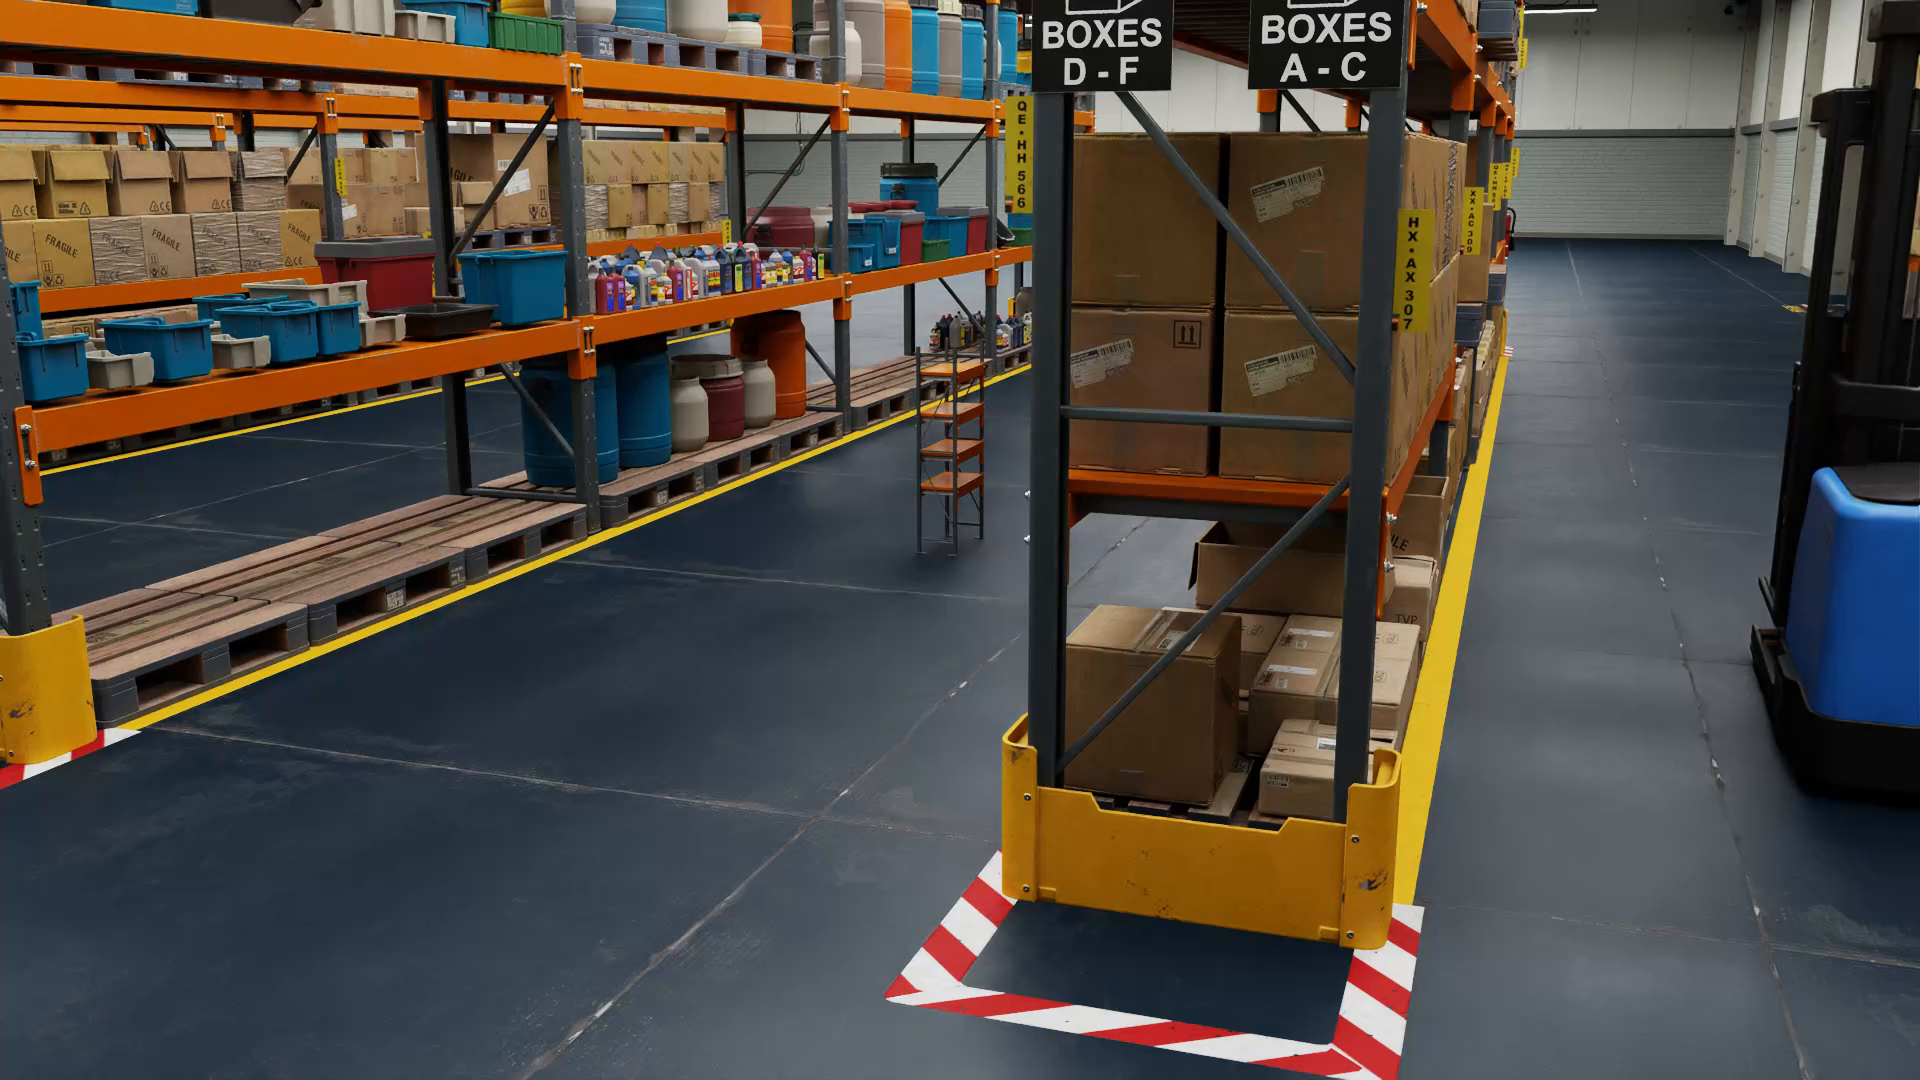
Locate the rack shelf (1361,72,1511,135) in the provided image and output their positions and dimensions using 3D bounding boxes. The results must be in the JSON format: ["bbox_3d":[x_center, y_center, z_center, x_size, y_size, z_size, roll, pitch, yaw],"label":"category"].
[{"bbox_3d":[3.932,-3.554,13.692,1.077,0.370,4.000,4,14,18],"label":"rack shelf"}]

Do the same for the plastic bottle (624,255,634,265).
[{"bbox_3d":[-2.361,-1.890,11.817,0.097,0.271,0.097,0,13,0],"label":"plastic bottle"}]

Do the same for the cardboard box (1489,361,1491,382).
[{"bbox_3d":[4.554,-1.513,15.110,0.500,0.250,0.500,4,13,18],"label":"cardboard box"}]

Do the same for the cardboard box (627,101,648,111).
[{"bbox_3d":[-4.068,-5.258,19.881,0.500,0.250,0.500,4,13,16],"label":"cardboard box"}]

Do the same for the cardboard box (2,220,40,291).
[{"bbox_3d":[-6.996,-2.020,11.874,0.500,0.500,0.500,4,14,19],"label":"cardboard box"}]

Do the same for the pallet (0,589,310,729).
[{"bbox_3d":[-3.686,0.495,7.346,1.003,0.211,1.213,4,14,18],"label":"pallet"}]

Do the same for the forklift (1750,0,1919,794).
[{"bbox_3d":[4.023,-0.776,6.800,1.130,2.935,3.031,5,14,20],"label":"forklift"}]

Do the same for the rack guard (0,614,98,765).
[{"bbox_3d":[-3.985,0.531,6.539,1.175,0.500,0.348,4,14,18],"label":"rack guard"}]

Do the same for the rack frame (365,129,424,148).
[{"bbox_3d":[-8.160,-4.798,24.267,1.000,3.000,0.127,4,14,18],"label":"rack frame"}]

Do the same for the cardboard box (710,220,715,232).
[{"bbox_3d":[-3.477,-4.169,22.079,0.380,0.149,0.250,4,14,18],"label":"cardboard box"}]

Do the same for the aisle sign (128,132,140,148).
[{"bbox_3d":[-12.582,-6.392,25.412,0.394,0.787,0.004,4,14,18],"label":"aisle sign"}]

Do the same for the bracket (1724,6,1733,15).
[{"bbox_3d":[21.425,-14.748,46.291,0.235,0.232,0.430,4,14,18],"label":"bracket"}]

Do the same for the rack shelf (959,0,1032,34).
[{"bbox_3d":[0.540,-6.021,18.659,1.077,0.370,4.000,4,14,18],"label":"rack shelf"}]

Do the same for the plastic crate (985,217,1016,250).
[{"bbox_3d":[0.183,-3.291,17.807,0.767,0.338,0.504,4,14,18],"label":"plastic crate"}]

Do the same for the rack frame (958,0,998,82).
[{"bbox_3d":[-0.107,-6.145,16.689,1.000,3.000,0.127,4,14,18],"label":"rack frame"}]

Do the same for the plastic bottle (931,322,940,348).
[{"bbox_3d":[-0.263,-2.236,18.158,0.061,0.283,0.133,5,14,21],"label":"plastic bottle"}]

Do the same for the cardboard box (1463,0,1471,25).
[{"bbox_3d":[1.913,-2.342,7.104,0.500,0.250,0.500,4,14,18],"label":"cardboard box"}]

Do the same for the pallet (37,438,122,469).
[{"bbox_3d":[-7.203,-0.701,12.585,1.003,0.211,1.213,4,14,18],"label":"pallet"}]

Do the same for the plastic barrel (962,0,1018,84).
[{"bbox_3d":[0.317,-5.334,17.805,0.600,0.901,0.708,4,14,18],"label":"plastic barrel"}]

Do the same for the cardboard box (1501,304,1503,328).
[{"bbox_3d":[5.508,-2.484,17.680,0.500,0.500,0.500,4,14,18],"label":"cardboard box"}]

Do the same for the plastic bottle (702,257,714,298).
[{"bbox_3d":[-1.747,-1.810,11.465,0.097,0.271,0.097,0,13,0],"label":"plastic bottle"}]

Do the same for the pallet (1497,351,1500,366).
[{"bbox_3d":[5.665,-2.182,19.073,1.003,0.211,1.213,4,14,18],"label":"pallet"}]

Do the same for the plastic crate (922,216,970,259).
[{"bbox_3d":[-0.169,-2.958,16.243,0.392,0.384,0.575,4,14,18],"label":"plastic crate"}]

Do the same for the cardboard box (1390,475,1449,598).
[{"bbox_3d":[2.075,-0.034,8.025,0.500,0.500,0.500,4,14,18],"label":"cardboard box"}]

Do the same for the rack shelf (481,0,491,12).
[{"bbox_3d":[-5.440,-5.535,16.531,1.077,0.370,4.000,4,14,18],"label":"rack shelf"}]

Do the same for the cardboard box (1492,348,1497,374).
[{"bbox_3d":[5.016,-1.803,16.382,0.500,0.250,0.500,4,14,18],"label":"cardboard box"}]

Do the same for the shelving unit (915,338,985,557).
[{"bbox_3d":[-0.054,-0.550,9.702,0.258,1.200,0.503,4,14,18],"label":"shelving unit"}]

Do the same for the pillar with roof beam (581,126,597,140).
[{"bbox_3d":[-6.813,-13.076,47.054,9.100,9.000,0.548,4,14,18],"label":"pillar with roof beam"}]

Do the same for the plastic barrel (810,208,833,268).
[{"bbox_3d":[-1.270,-2.665,14.671,0.421,0.512,0.421,0,13,0],"label":"plastic barrel"}]

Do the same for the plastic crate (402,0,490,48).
[{"bbox_3d":[-2.688,-2.702,8.721,0.416,0.233,0.300,4,14,18],"label":"plastic crate"}]

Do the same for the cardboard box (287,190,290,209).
[{"bbox_3d":[-8.903,-4.330,21.880,0.875,0.550,0.550,4,14,18],"label":"cardboard box"}]

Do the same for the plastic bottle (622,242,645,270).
[{"bbox_3d":[-2.351,-1.961,11.950,0.144,0.351,0.185,4,14,18],"label":"plastic bottle"}]

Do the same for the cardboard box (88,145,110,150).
[{"bbox_3d":[-13.006,-5.585,24.575,0.700,0.500,0.500,4,14,19],"label":"cardboard box"}]

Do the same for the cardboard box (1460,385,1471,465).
[{"bbox_3d":[3.204,-0.803,11.393,0.500,0.500,0.500,5,14,21],"label":"cardboard box"}]

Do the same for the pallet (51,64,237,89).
[{"bbox_3d":[-6.605,-3.730,13.273,1.003,0.211,1.213,5,14,21],"label":"pallet"}]

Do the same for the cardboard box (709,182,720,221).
[{"bbox_3d":[-3.703,-4.499,22.066,0.875,0.500,0.500,4,14,18],"label":"cardboard box"}]

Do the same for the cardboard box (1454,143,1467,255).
[{"bbox_3d":[2.072,-1.590,7.741,0.500,0.500,0.500,4,14,19],"label":"cardboard box"}]

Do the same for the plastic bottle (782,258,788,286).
[{"bbox_3d":[-1.352,-2.033,12.598,0.097,0.201,0.097,0,13,0],"label":"plastic bottle"}]

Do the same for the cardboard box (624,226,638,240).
[{"bbox_3d":[-4.100,-3.688,19.968,0.380,0.149,0.250,4,14,18],"label":"cardboard box"}]

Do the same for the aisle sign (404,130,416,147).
[{"bbox_3d":[-7.853,-6.058,23.949,0.394,0.787,0.004,4,14,18],"label":"aisle sign"}]

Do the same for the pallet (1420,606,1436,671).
[{"bbox_3d":[1.767,0.325,8.088,1.003,0.211,1.213,4,14,18],"label":"pallet"}]

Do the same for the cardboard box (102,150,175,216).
[{"bbox_3d":[-6.764,-2.841,13.216,0.797,0.503,0.637,5,14,20],"label":"cardboard box"}]

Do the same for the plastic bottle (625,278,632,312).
[{"bbox_3d":[-2.110,-1.539,10.438,0.097,0.201,0.097,0,13,0],"label":"plastic bottle"}]

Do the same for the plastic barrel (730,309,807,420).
[{"bbox_3d":[-1.543,-1.421,13.405,0.600,0.830,0.708,4,14,18],"label":"plastic barrel"}]

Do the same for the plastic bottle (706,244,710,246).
[{"bbox_3d":[-1.996,-2.188,13.094,0.061,0.283,0.133,4,14,18],"label":"plastic bottle"}]

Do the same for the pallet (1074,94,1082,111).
[{"bbox_3d":[0.827,-5.266,20.002,1.003,0.211,1.213,4,14,18],"label":"pallet"}]

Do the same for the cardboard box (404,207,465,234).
[{"bbox_3d":[-5.328,-3.203,16.673,0.500,0.250,0.500,4,13,17],"label":"cardboard box"}]

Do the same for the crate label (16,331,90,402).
[{"bbox_3d":[-3.598,-0.670,6.423,0.416,0.233,0.303,4,14,18],"label":"crate label"}]

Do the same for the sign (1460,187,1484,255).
[{"bbox_3d":[2.506,-1.563,8.151,0.100,0.325,0.005,4,14,18],"label":"sign"}]

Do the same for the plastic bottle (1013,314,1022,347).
[{"bbox_3d":[0.608,-2.323,18.391,0.144,0.351,0.185,4,13,16],"label":"plastic bottle"}]

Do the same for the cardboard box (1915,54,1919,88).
[{"bbox_3d":[10.009,-4.707,16.861,0.500,0.500,0.500,5,14,22],"label":"cardboard box"}]

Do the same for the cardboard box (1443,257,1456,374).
[{"bbox_3d":[1.906,-0.995,7.382,0.500,0.500,0.500,5,14,20],"label":"cardboard box"}]

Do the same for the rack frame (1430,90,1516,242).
[{"bbox_3d":[5.873,-3.705,19.481,1.000,3.000,0.127,4,14,18],"label":"rack frame"}]

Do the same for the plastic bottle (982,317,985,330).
[{"bbox_3d":[0.272,-2.532,19.640,0.097,0.201,0.097,0,13,0],"label":"plastic bottle"}]

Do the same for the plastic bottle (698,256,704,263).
[{"bbox_3d":[-1.820,-1.861,11.690,0.097,0.271,0.097,0,13,0],"label":"plastic bottle"}]
